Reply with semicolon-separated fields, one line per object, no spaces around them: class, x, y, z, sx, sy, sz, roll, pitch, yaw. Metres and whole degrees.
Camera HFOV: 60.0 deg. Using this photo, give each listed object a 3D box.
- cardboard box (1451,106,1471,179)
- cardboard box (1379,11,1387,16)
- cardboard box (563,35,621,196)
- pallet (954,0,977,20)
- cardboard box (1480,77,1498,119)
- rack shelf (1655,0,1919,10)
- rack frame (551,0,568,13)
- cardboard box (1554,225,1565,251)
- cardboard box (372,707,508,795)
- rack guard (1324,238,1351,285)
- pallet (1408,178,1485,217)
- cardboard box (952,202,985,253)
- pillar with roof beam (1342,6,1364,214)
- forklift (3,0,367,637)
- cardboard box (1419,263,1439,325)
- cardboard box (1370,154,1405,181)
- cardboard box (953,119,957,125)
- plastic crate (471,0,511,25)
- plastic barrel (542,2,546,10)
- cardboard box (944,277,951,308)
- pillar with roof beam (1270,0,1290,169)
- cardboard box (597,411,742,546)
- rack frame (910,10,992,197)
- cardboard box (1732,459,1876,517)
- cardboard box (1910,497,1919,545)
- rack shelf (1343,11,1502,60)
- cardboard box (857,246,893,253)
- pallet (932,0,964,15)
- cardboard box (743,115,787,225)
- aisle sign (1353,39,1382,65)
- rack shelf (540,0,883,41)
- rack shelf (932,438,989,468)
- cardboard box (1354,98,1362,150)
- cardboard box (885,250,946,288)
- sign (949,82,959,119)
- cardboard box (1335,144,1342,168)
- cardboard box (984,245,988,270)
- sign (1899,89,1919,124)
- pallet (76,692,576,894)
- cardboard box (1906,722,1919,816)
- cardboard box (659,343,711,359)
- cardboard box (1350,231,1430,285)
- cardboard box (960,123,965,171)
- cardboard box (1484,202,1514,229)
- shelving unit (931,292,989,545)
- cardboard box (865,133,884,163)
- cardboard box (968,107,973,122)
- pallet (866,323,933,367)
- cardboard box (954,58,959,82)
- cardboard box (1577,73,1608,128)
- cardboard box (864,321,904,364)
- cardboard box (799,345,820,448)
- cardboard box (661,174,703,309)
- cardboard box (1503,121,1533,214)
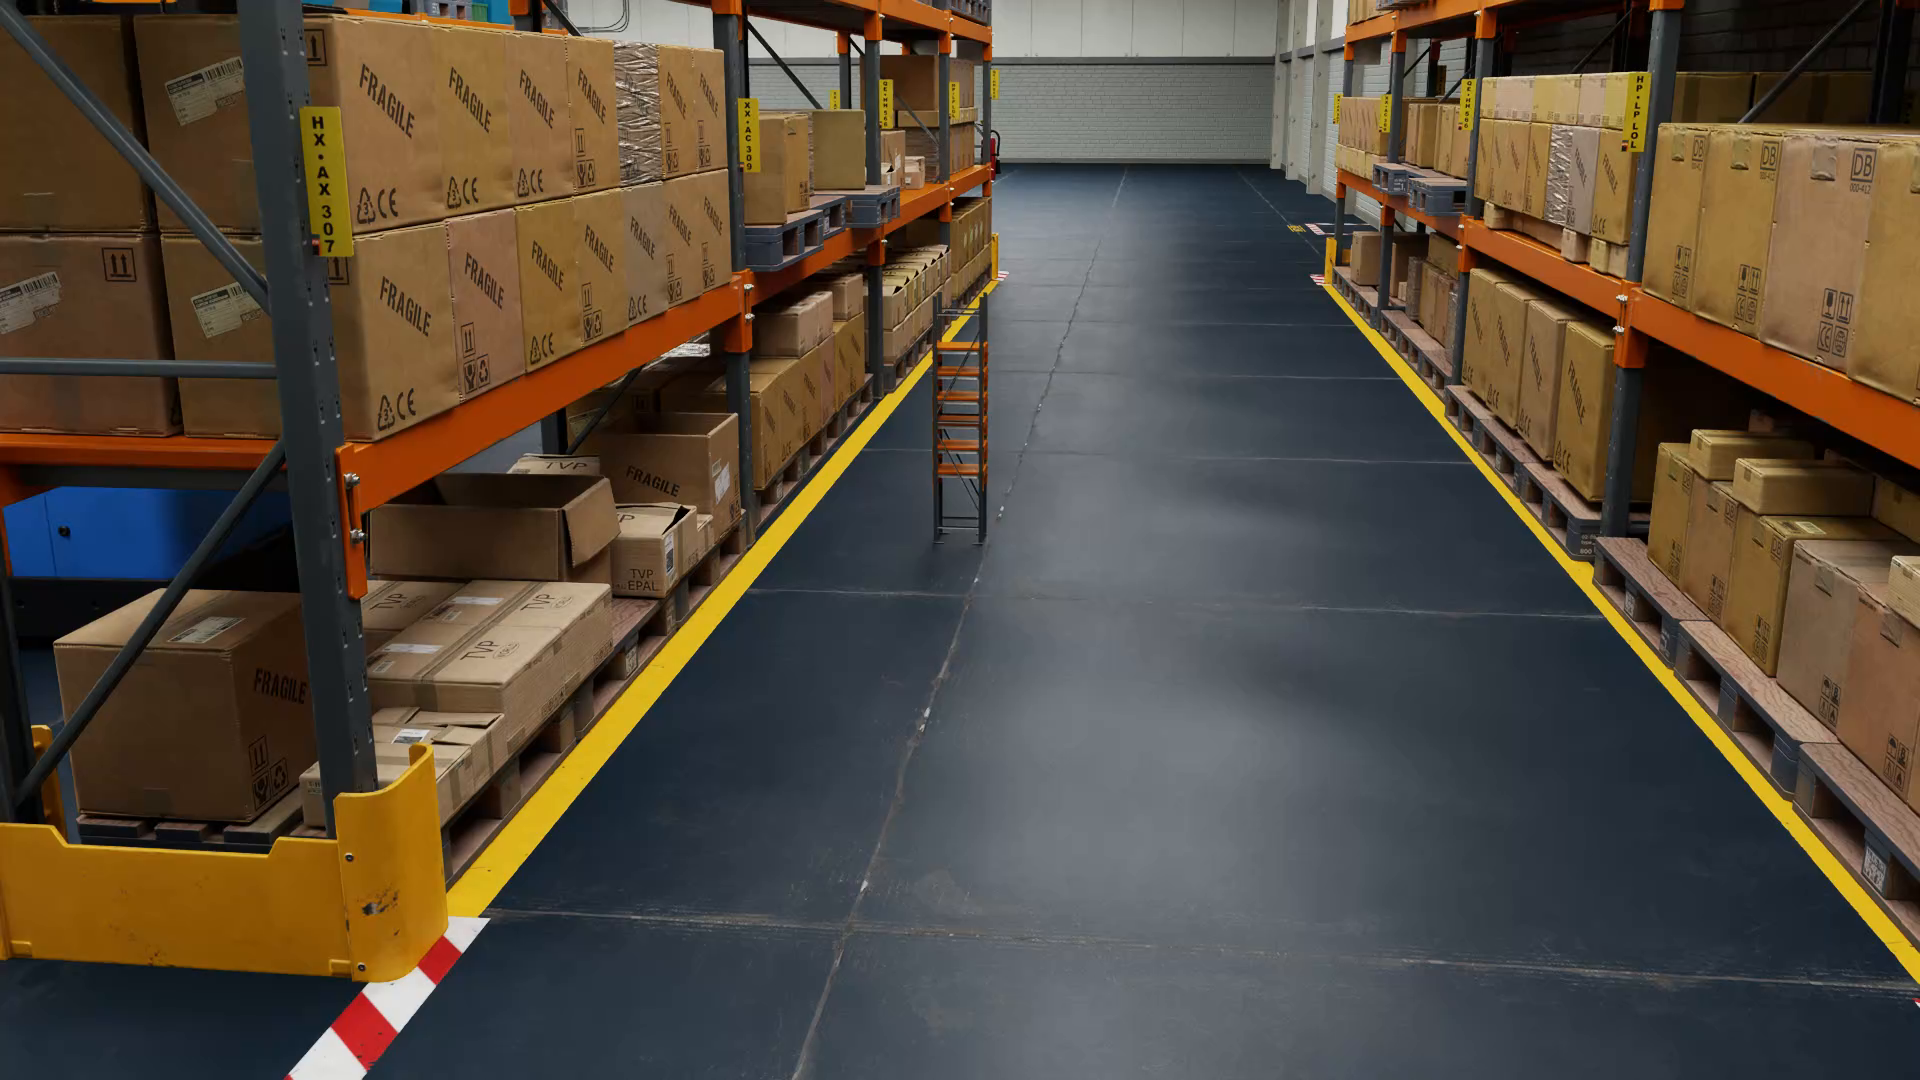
cardboard box;3.953;-2.852;11.927;0.700;0.500;0.500;0;15;1
cardboard box;4.207;-5.135;15.431;0.500;0.500;0.500;0;15;2
cardboard box;-1.470;-1.429;5.592;0.500;0.500;0.500;2;15;6
pallet;-0.386;-5.448;16.987;1.003;0.211;1.213;2;15;6
cardboard box;3.563;-2.769;10.419;0.500;0.250;0.500;2;15;8
rack shelf;3.197;-1.868;4.954;1.077;0.370;4.000;2;15;6
rack frame;-5.067;-7.586;18.976;1.000;3.000;0.127;2;15;6
cardboard box;3.367;-1.598;8.769;0.380;0.149;0.250;1;15;5
cardboard box;-1.534;0.599;4.786;0.380;0.166;0.250;2;15;6
rack guard;4.768;-3.172;18.933;1.175;0.500;0.348;2;15;6
pallet;3.849;-2.418;11.727;1.213;0.211;1.003;2;15;6
cardboard box;-0.009;-3.373;17.915;0.500;0.500;0.500;2;15;6
pillar with roof beam;2.634;-10.326;29.110;9.100;9.000;0.400;2;15;6
forklift;-3.400;-1.360;7.576;1.130;2.935;3.031;1;15;3
cardboard box;4.251;-2.039;13.903;0.700;0.500;0.500;1;15;5
cardboard box;4.078;-3.430;15.348;0.500;0.250;0.500;2;15;6
cardboard box;-0.233;-4.265;16.755;0.380;0.149;0.250;1;15;5
plastic crate;-4.983;-5.627;17.508;0.392;0.384;0.575;2;15;6
plastic barrel;-4.995;-6.418;18.777;0.600;0.830;0.708;2;15;6
cardboard box;-0.356;-2.265;15.254;0.500;0.250;0.500;2;15;6
pillar with roof beam;4.665;-14.995;46.375;9.100;9.000;0.400;2;15;6
cardboard box;-1.282;-0.280;7.398;0.500;0.500;0.500;2;15;6
rack frame;-0.146;-4.543;19.216;1.000;3.000;0.127;2;15;6
cardboard box;2.958;-0.185;5.841;0.380;0.149;0.250;1;15;5
cardboard box;3.277;-0.032;5.277;0.380;0.149;0.250;2;15;7
rack shelf;4.551;-4.980;16.464;1.077;0.370;4.000;2;15;6
cardboard box;-0.891;-2.552;15.241;0.500;0.311;0.500;2;15;6
pallet;-0.526;-5.133;15.820;1.003;0.211;1.213;2;15;6
cardboard box;-1.224;-1.798;8.068;0.700;0.500;0.500;-3;16;-13
aisle sign;4.487;-5.680;18.442;0.394;0.787;0.004;2;15;6
rack shelf;-1.274;-3.050;9.327;1.077;0.370;4.000;2;15;6
rack shelf;0.002;-0.424;8.062;0.258;0.103;0.180;2;15;6
cardboard box;4.248;-4.186;16.710;0.500;0.500;0.500;2;15;8
cardboard box;-0.410;-2.403;14.691;0.500;0.311;0.500;2;15;8
sign;-0.057;-4.013;15.189;0.100;0.325;0.005;2;15;6
cardboard box;4.406;-4.218;18.264;0.500;0.250;0.500;1;15;5
cardboard box;0.043;-3.140;18.493;0.500;0.250;0.500;2;15;6
sign;3.974;-1.726;6.988;0.100;0.325;0.005;2;15;6
pallet;-1.853;0.727;5.071;1.003;0.211;1.213;2;15;6
cardboard box;2.951;0.571;4.287;0.700;0.500;0.500;2;15;6
cardboard box;-1.608;-0.831;9.434;0.500;0.500;0.500;2;15;7
cardboard box;4.413;-2.890;17.050;0.700;0.500;0.500;1;15;3
cardboard box;-0.327;-4.206;17.777;0.700;0.500;0.500;2;15;7
cardboard box;3.456;-2.001;10.260;0.380;0.149;0.250;2;15;8
shelving unit;0.002;-0.583;8.019;0.258;1.200;0.189;2;15;6
cardboard box;-0.875;-2.952;13.141;0.500;0.500;0.500;1;15;3
cardboard box;-0.056;-4.665;18.235;0.380;0.149;0.250;1;15;5
pallet;-0.776;-1.650;13.859;1.003;0.211;1.213;2;15;6
cardboard box;-0.383;-4.686;17.067;0.700;0.500;0.500;2;15;6
cardboard box;3.289;-2.110;7.983;0.500;0.250;0.500;2;15;7
cardboard box;-0.697;-1.471;12.317;0.500;0.250;0.500;2;15;6
cardboard box;-1.090;-0.823;9.404;0.500;0.500;0.500;2;15;7
cardboard box;-1.358;-1.208;6.691;0.500;0.500;0.500;2;15;8
cardboard box;3.440;-2.142;9.537;0.500;0.500;0.500;2;15;6
